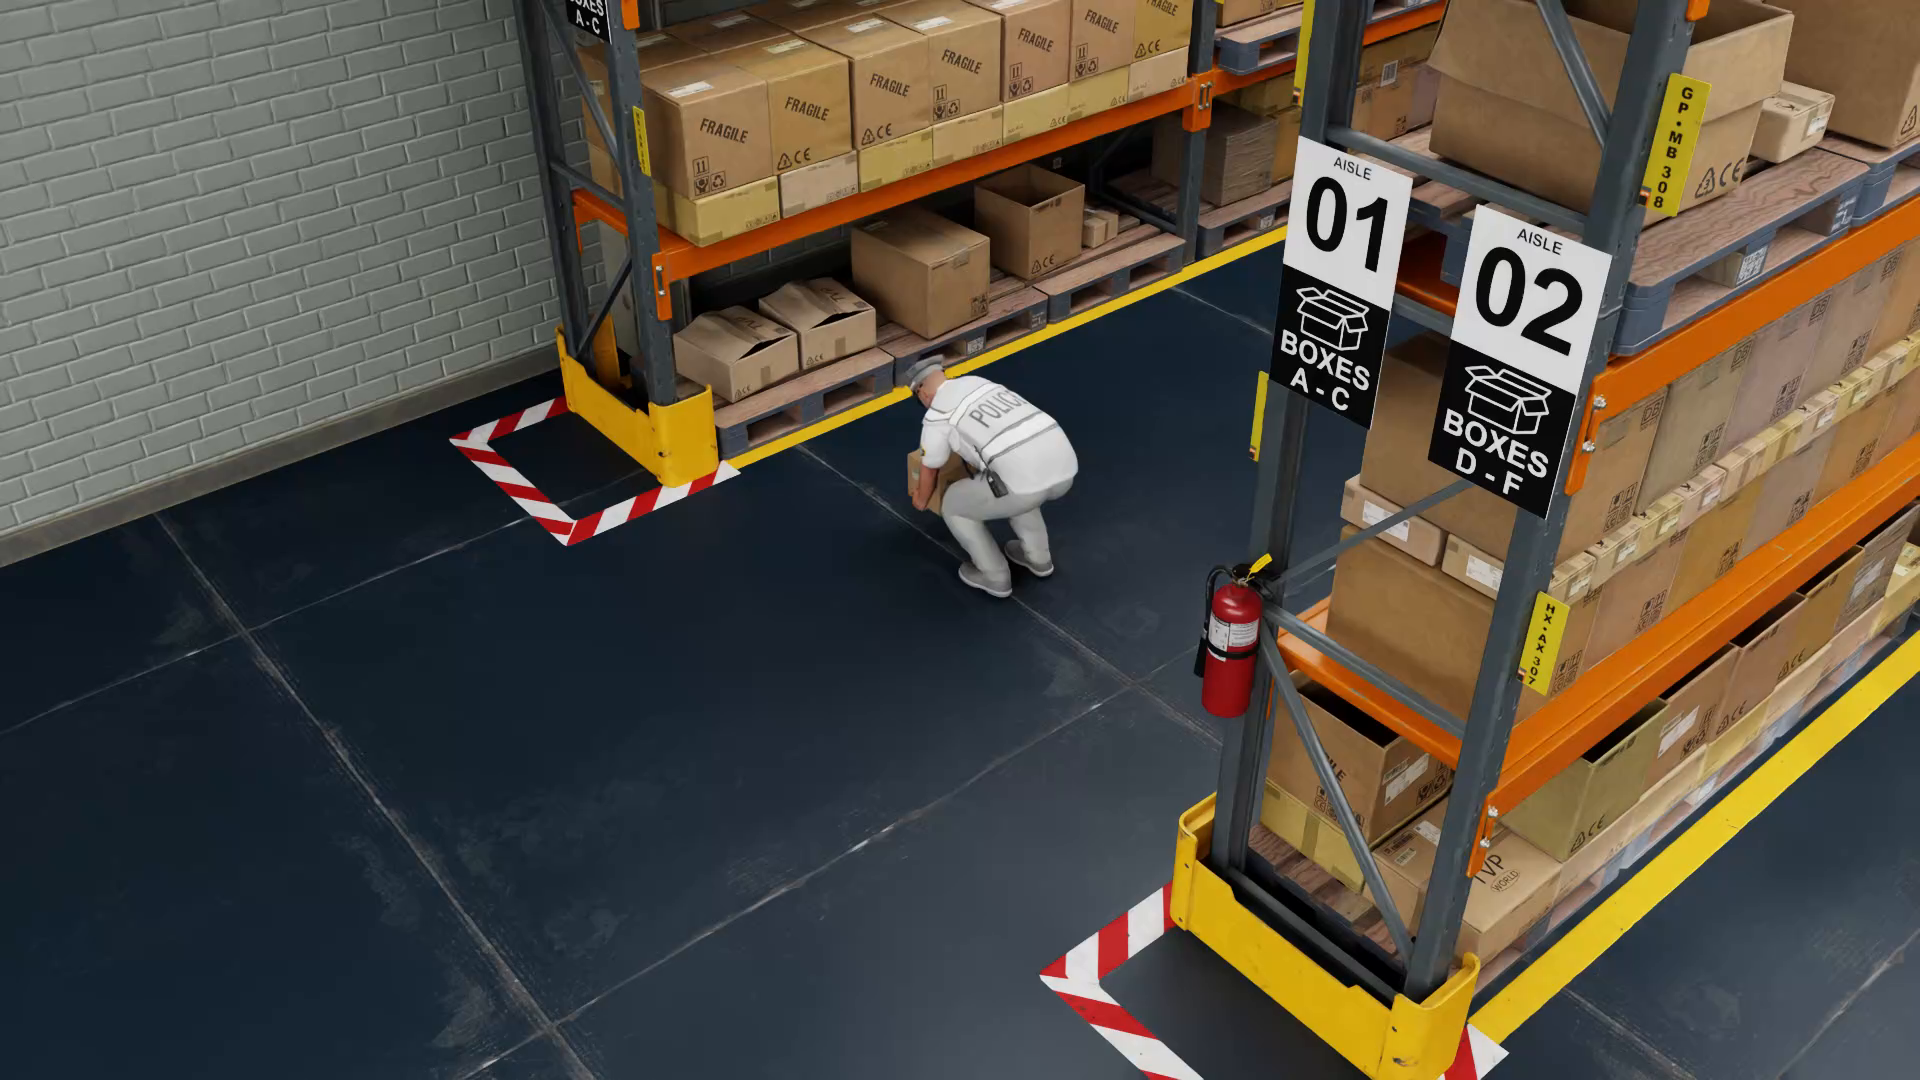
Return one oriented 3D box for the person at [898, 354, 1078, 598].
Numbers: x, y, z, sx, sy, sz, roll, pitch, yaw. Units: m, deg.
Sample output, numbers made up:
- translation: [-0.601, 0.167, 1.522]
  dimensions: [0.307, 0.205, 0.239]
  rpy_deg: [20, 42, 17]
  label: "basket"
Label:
- translation: [0.111, -0.324, 8.148]
  dimensions: [0.544, 1.029, 1.022]
  rpy_deg: [-28, 44, -33]
  label: "person"
